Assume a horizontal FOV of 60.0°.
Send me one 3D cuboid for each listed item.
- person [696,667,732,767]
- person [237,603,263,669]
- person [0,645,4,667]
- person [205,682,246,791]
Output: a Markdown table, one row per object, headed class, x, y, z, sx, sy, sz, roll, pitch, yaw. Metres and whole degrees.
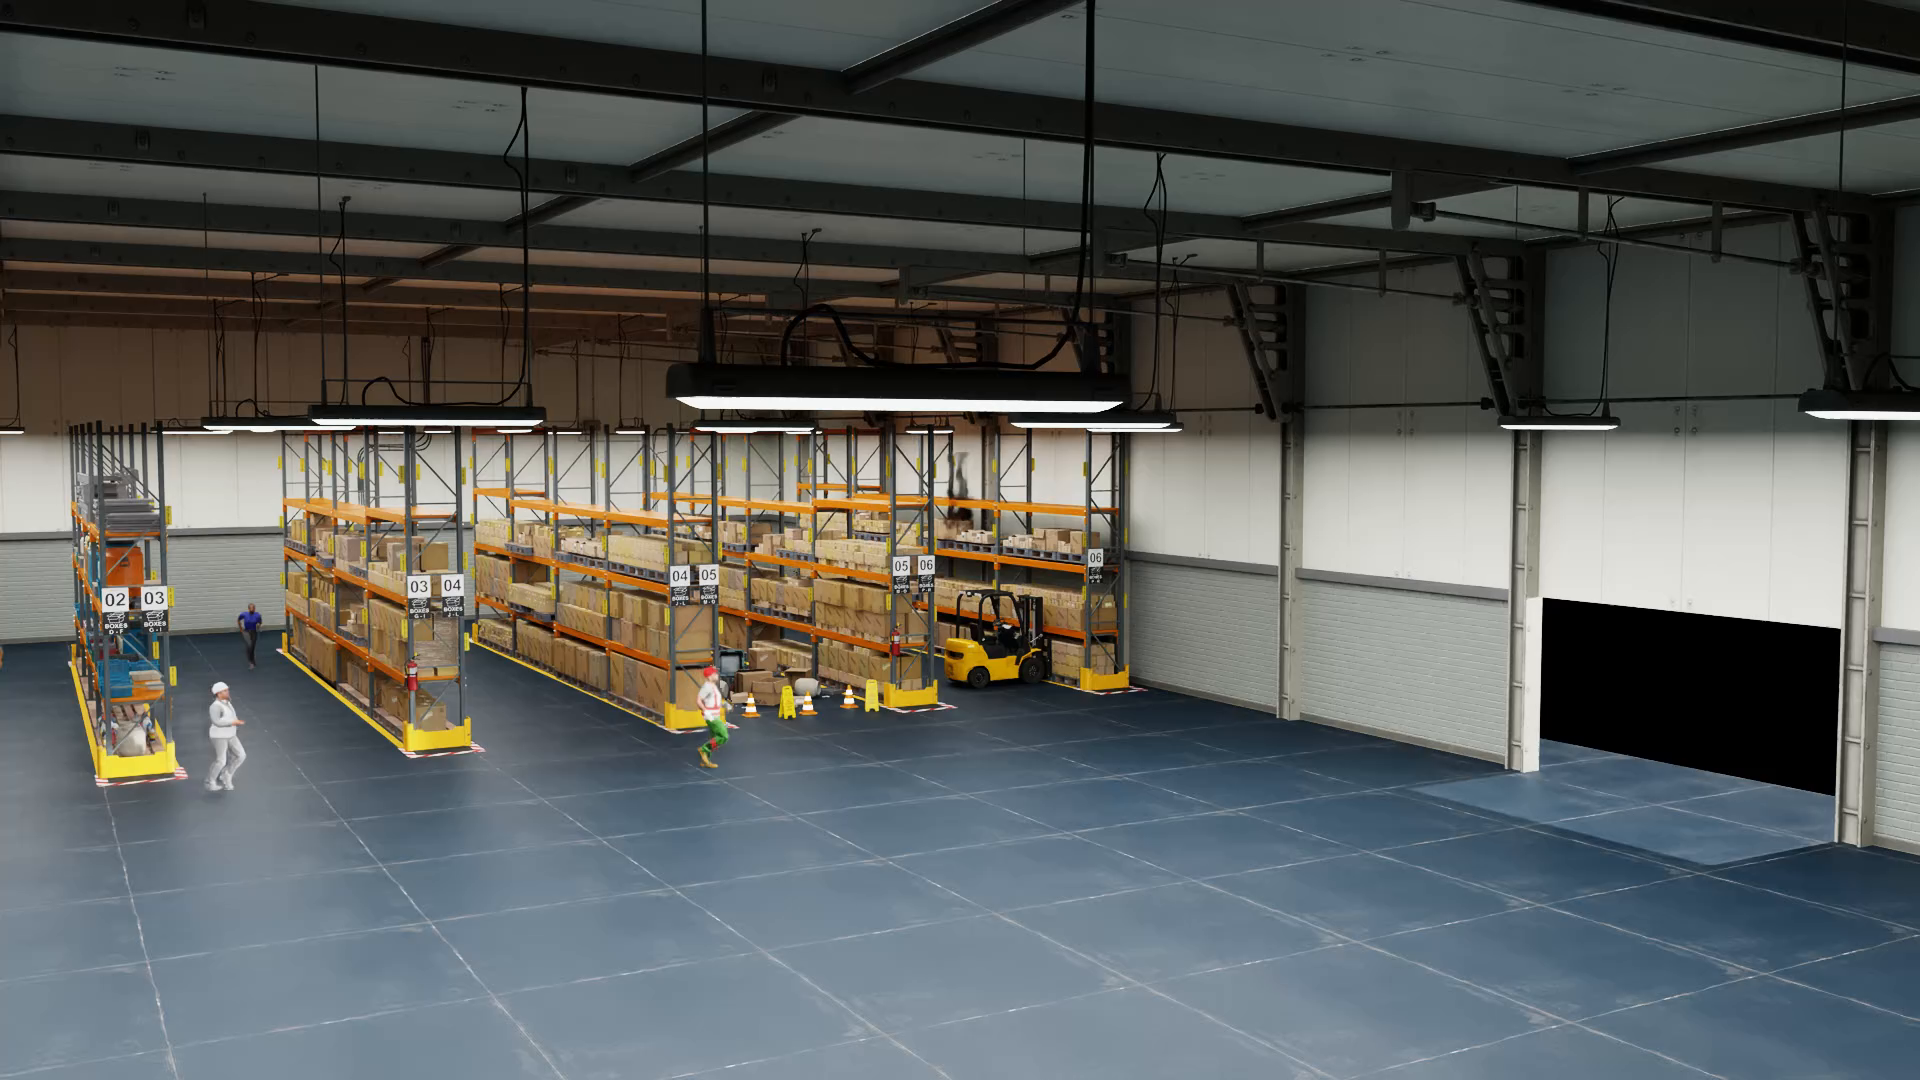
| class | x | y | z | sx | sy | sz | roll | pitch | yaw |
| --- | --- | --- | --- | --- | --- | --- | --- | --- | --- |
| person | -4.248 | 3.068 | 28.812 | 0.575 | 1.748 | 0.655 | 0 | 4 | 0 |
| person | -17.671 | 2.372 | 41.404 | 0.572 | 1.658 | 0.872 | -2 | 4 | -34 |
| person | -20.818 | 2.722 | 35.625 | 0.599 | 1.608 | 0.531 | -2 | 4 | -32 |
| person | -11.851 | 3.180 | 26.820 | 0.689 | 1.790 | 0.670 | 0 | 4 | 4 |
